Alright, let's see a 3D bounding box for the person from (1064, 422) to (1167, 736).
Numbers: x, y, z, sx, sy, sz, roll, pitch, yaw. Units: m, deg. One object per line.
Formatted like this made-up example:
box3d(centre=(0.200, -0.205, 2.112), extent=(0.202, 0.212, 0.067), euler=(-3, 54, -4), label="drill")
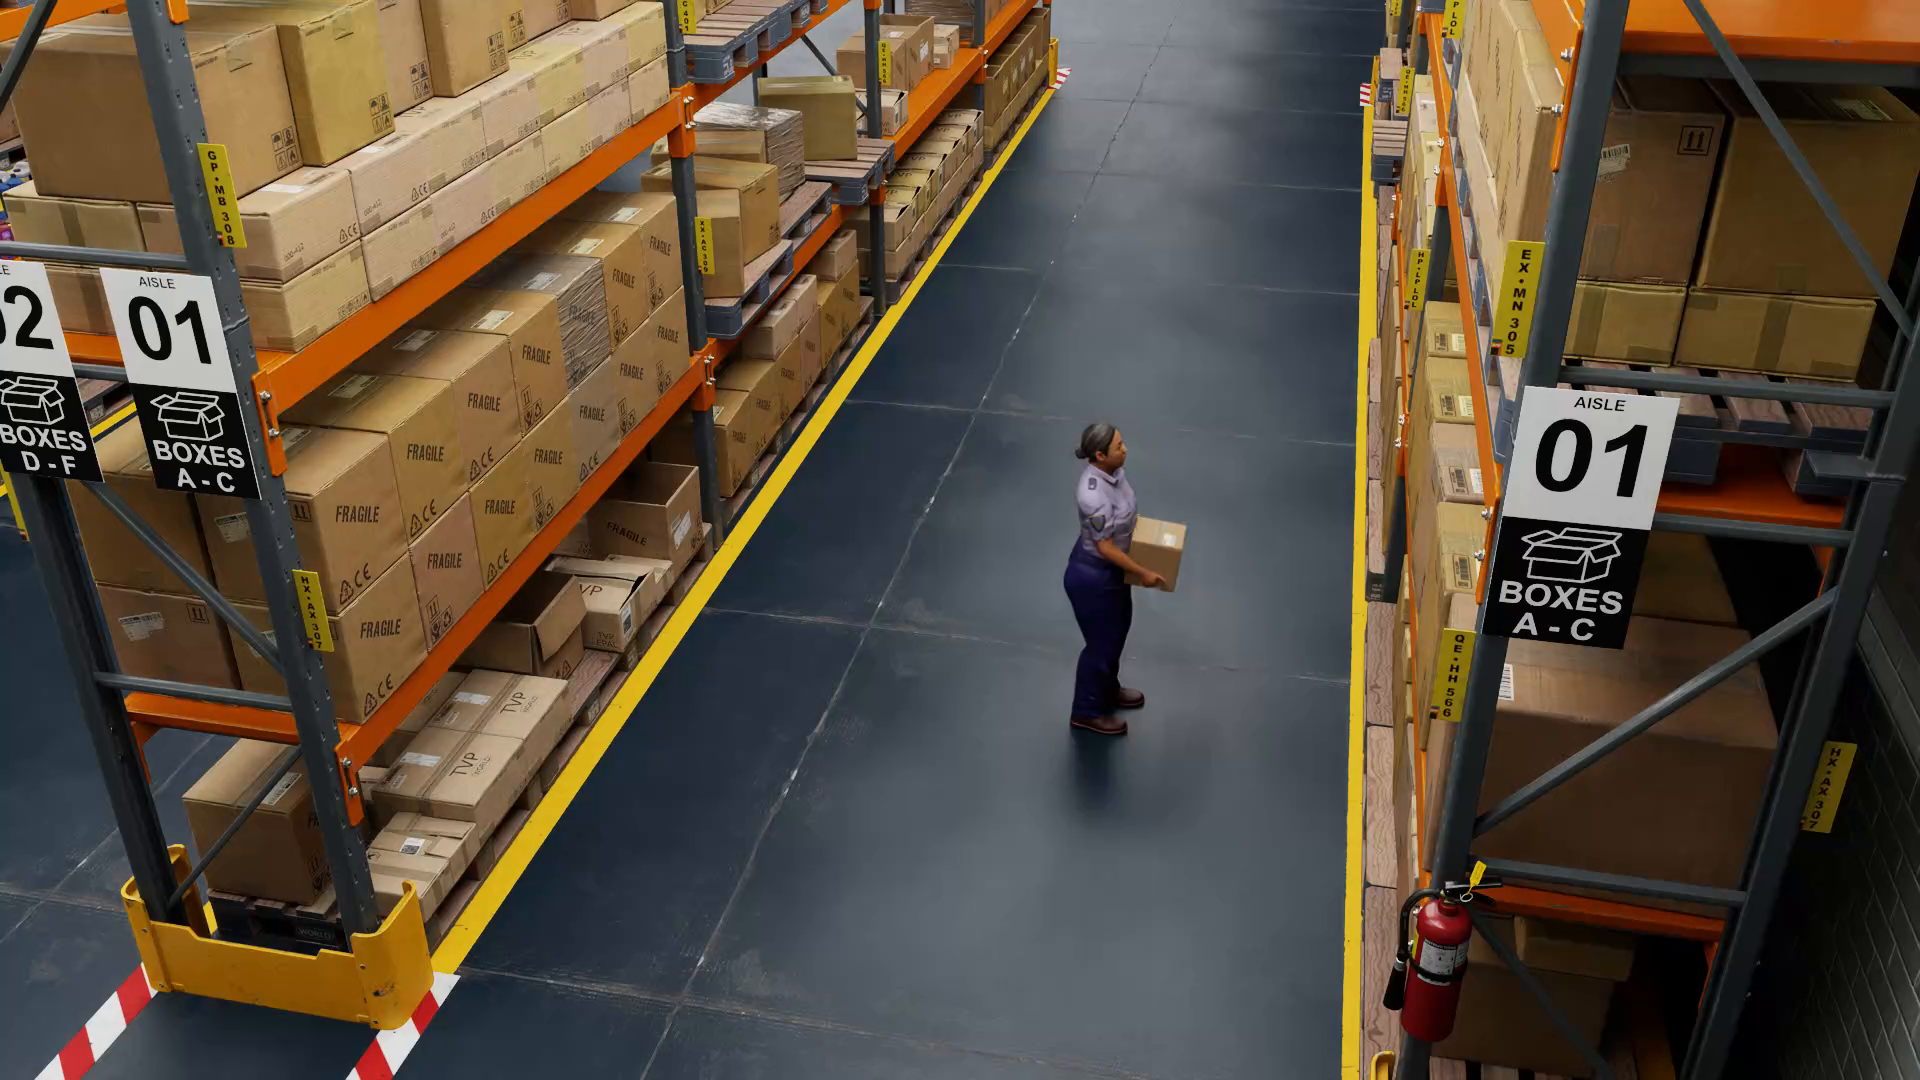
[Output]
box3d(centre=(0.786, 0.177, 8.304), extent=(0.511, 1.647, 0.471), euler=(6, 29, 10), label="person")
